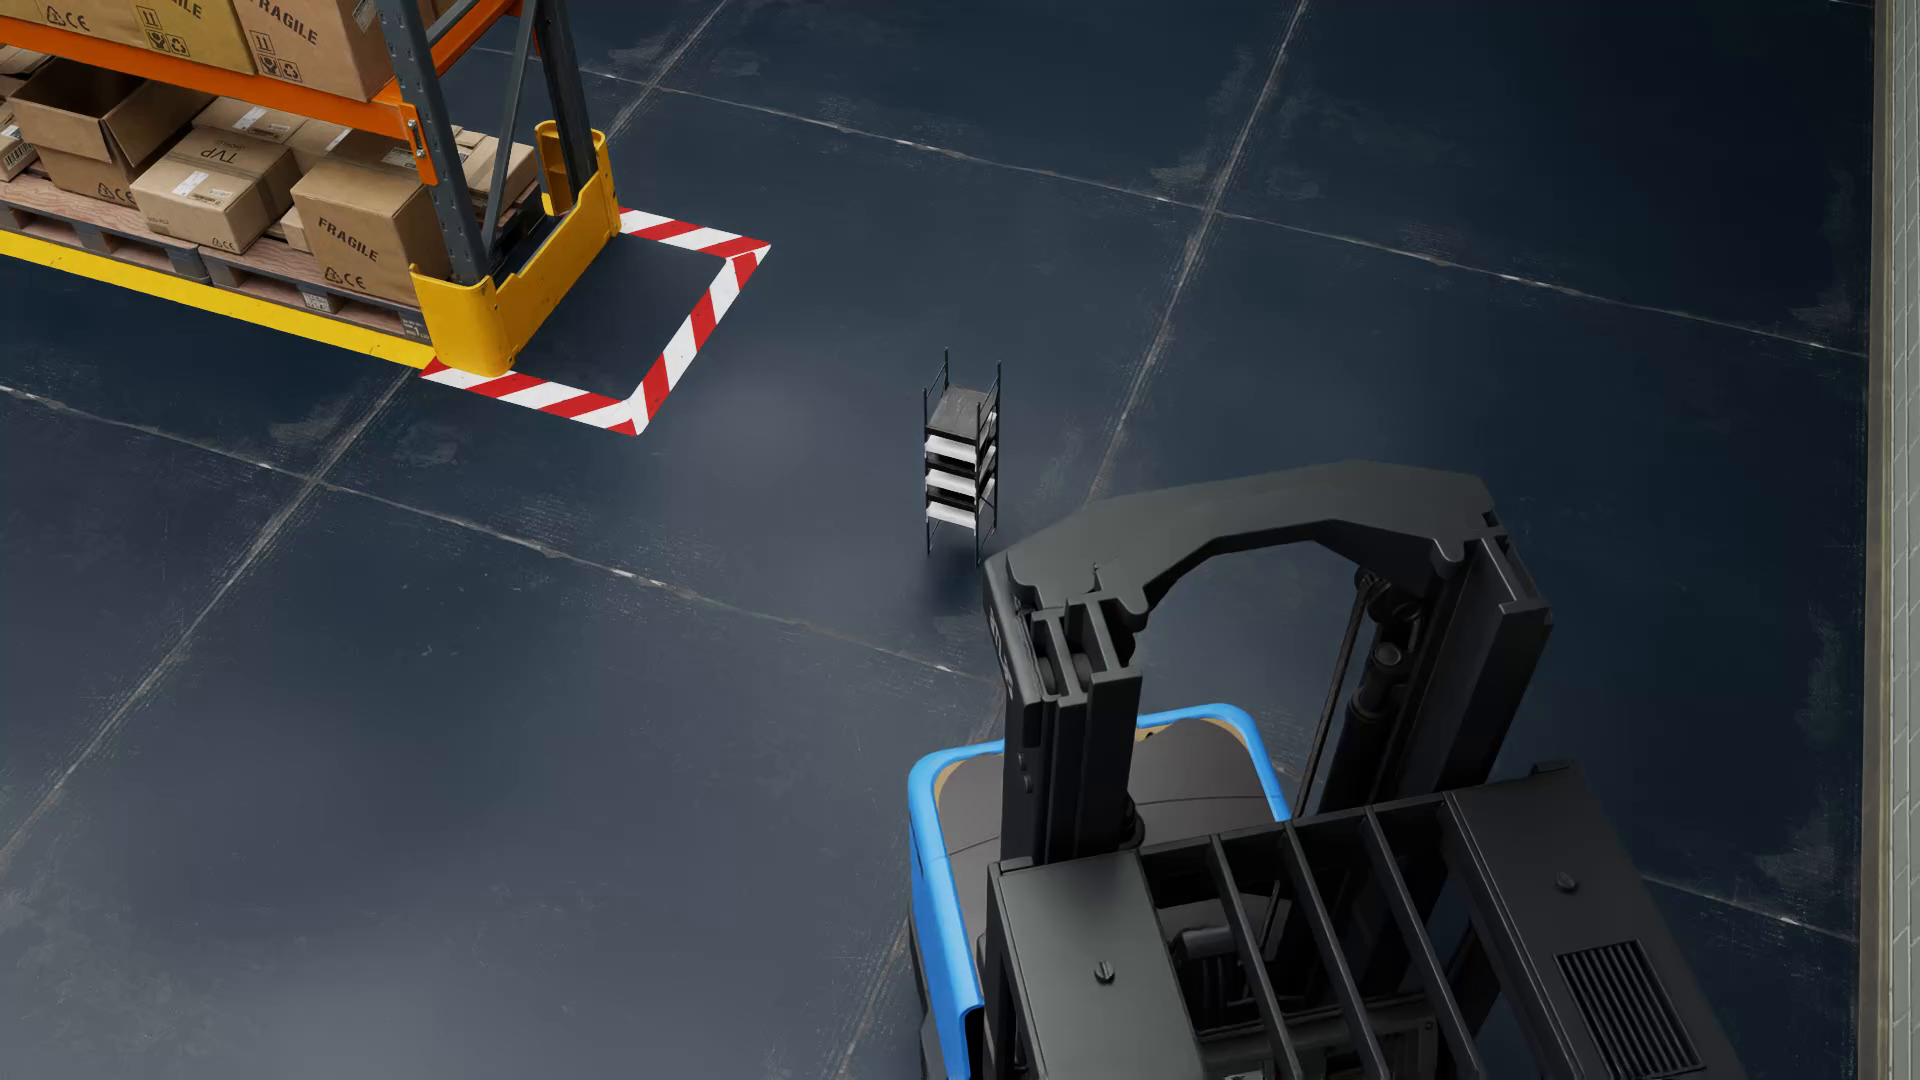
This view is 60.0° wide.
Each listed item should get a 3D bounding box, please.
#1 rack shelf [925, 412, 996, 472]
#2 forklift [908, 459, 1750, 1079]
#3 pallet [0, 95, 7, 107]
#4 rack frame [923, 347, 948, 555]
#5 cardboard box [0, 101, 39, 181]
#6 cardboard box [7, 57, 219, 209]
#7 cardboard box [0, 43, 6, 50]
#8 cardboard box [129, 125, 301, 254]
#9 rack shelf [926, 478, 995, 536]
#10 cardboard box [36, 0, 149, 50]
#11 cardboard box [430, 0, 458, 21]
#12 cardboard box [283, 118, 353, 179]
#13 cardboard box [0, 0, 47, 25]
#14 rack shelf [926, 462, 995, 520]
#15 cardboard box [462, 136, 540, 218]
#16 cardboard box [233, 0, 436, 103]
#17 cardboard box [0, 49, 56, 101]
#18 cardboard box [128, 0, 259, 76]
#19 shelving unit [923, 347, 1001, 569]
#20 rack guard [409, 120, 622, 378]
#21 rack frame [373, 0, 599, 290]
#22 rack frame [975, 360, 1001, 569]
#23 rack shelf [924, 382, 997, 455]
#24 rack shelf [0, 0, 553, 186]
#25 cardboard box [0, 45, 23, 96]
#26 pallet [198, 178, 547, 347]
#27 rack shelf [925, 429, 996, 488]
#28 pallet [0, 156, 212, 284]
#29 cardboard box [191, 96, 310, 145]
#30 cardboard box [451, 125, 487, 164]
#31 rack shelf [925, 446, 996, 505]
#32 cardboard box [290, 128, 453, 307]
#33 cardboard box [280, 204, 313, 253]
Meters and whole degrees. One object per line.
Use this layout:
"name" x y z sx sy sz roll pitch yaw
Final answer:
"rack shelf" 0.008 -0.389 6.164 0.200 0.077 0.258 16 51 13
"forklift" 0.639 1.369 3.491 1.130 2.935 3.031 -9 50 -8
"pallet" -4.990 -2.066 8.268 1.213 0.211 1.003 16 51 13
"rack frame" -0.088 -0.319 6.298 0.006 0.900 0.240 16 51 13
"cardboard box" -4.500 -1.894 7.857 0.250 0.166 0.380 16 51 13
"cardboard box" -3.870 -1.998 7.725 0.637 0.503 0.797 16 51 13
"cardboard box" -5.001 -2.538 8.194 0.500 0.500 0.500 16 51 13
"cardboard box" -3.358 -1.594 7.542 0.500 0.250 0.500 16 51 13
"rack shelf" 0.008 -0.153 6.436 0.200 0.077 0.258 16 51 13
"cardboard box" -3.350 -2.338 6.592 0.500 0.500 0.500 16 51 13
"cardboard box" -2.207 -2.449 6.688 0.500 0.500 0.500 17 51 14
"cardboard box" -2.763 -1.831 7.747 0.500 0.250 0.500 16 51 13
"cardboard box" -3.823 -2.470 6.706 0.500 0.500 0.500 15 51 13
"rack shelf" 0.008 -0.212 6.368 0.200 0.077 0.258 16 51 13
"cardboard box" -2.156 -1.677 7.680 0.250 0.149 0.380 16 51 13
"cardboard box" -2.396 -2.070 6.359 0.500 0.500 0.500 17 51 14
"cardboard box" -4.298 -2.279 8.095 0.500 0.311 0.500 16 51 13
"cardboard box" -2.884 -2.203 6.475 0.500 0.500 0.500 16 51 13
"shelving unit" 0.008 -0.293 6.275 0.210 0.900 0.258 16 51 13
"rack guard" -1.953 -1.314 7.425 0.348 0.500 1.175 16 51 13
"rack frame" -1.882 -2.113 6.463 0.127 3.000 1.000 16 51 13
"rack frame" 0.103 -0.266 6.252 0.006 0.900 0.240 16 51 13
"rack shelf" 0.008 -0.448 6.096 0.200 0.077 0.258 16 51 13
"rack shelf" -3.758 -2.401 7.189 4.000 0.370 1.077 16 51 13
"cardboard box" -4.629 -2.367 8.278 0.250 0.149 0.380 16 51 13
"pallet" -2.701 -1.427 7.714 1.213 0.211 1.003 16 51 13
"rack shelf" 0.008 -0.330 6.232 0.200 0.077 0.258 16 51 13
"pallet" -3.842 -1.748 7.992 1.213 0.211 1.003 16 51 13
"cardboard box" -3.232 -1.962 7.860 0.500 0.250 0.500 16 51 13
"cardboard box" -2.390 -1.748 7.730 0.250 0.166 0.380 16 51 13
"rack shelf" 0.008 -0.271 6.300 0.200 0.077 0.258 16 51 13
"cardboard box" -2.477 -1.406 7.213 0.500 0.500 0.500 16 51 13
"cardboard box" -2.826 -1.467 7.487 0.250 0.166 0.380 16 51 13
